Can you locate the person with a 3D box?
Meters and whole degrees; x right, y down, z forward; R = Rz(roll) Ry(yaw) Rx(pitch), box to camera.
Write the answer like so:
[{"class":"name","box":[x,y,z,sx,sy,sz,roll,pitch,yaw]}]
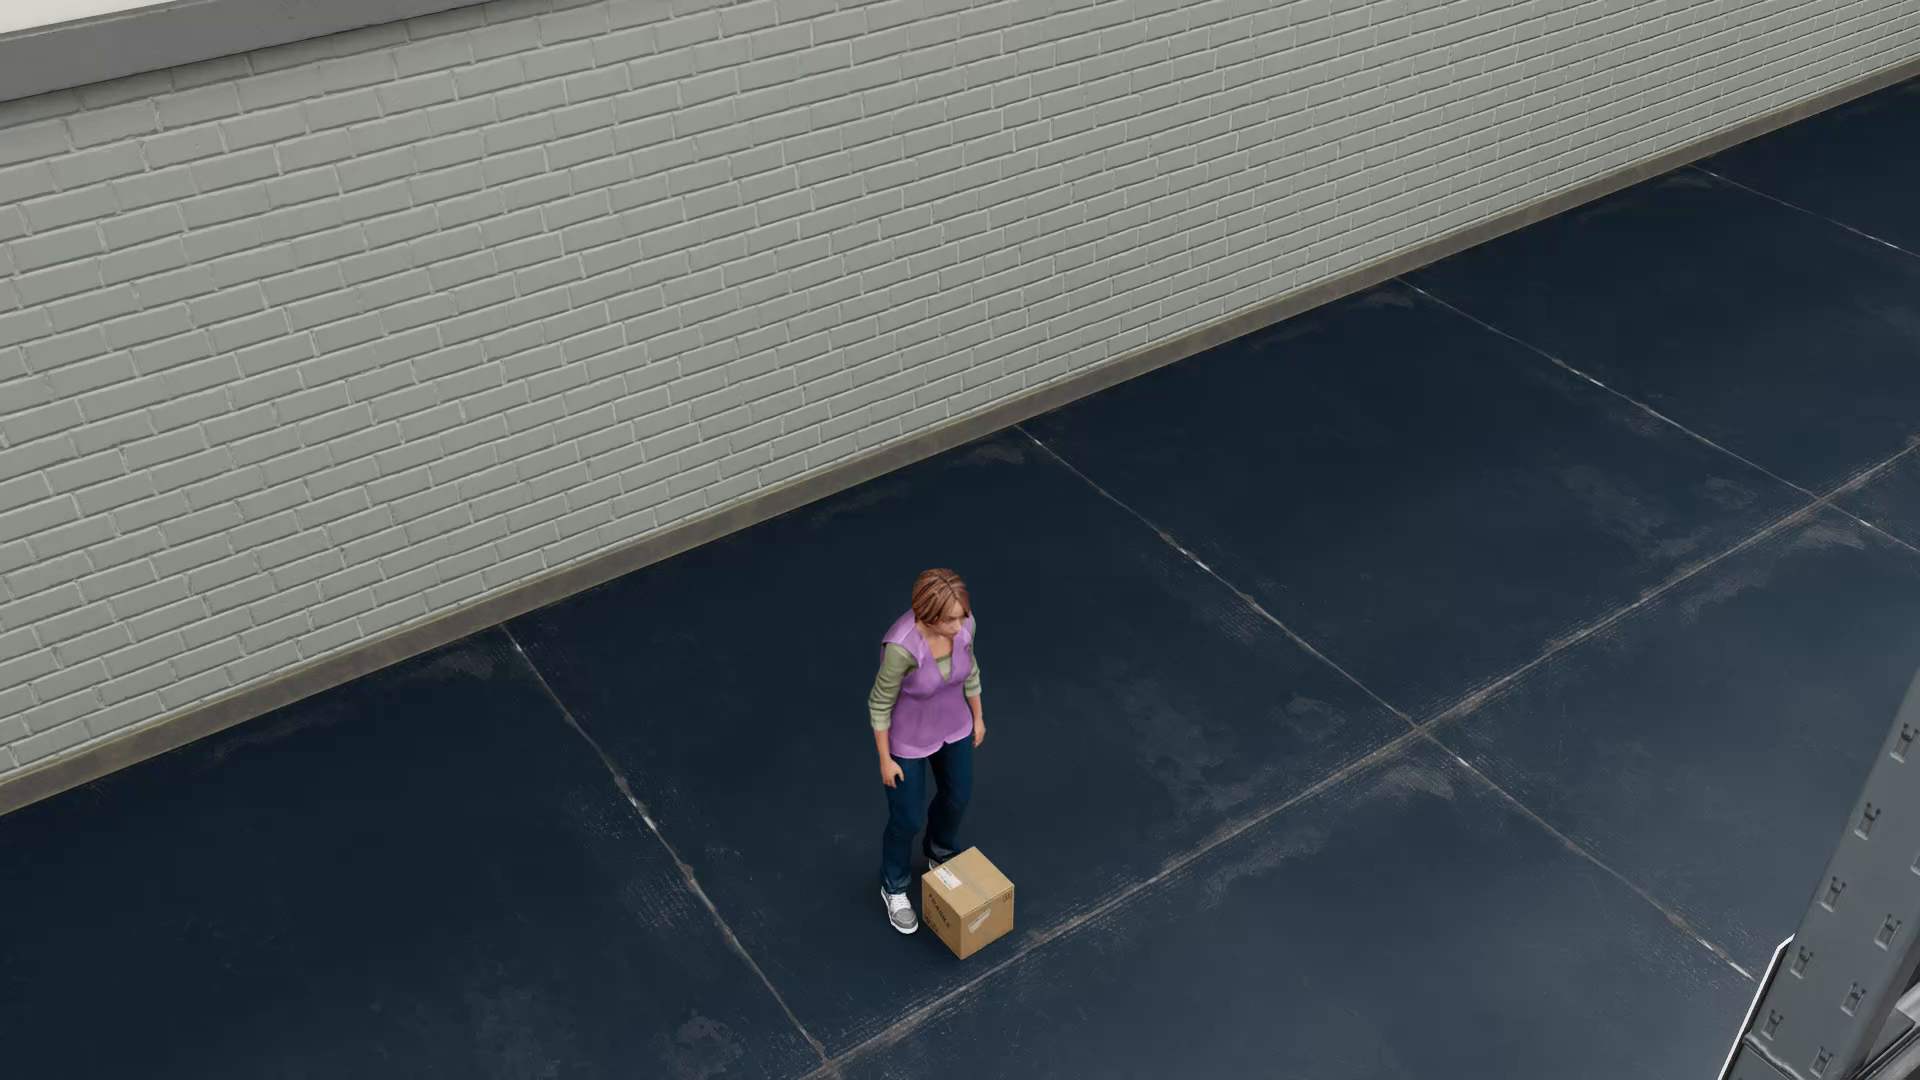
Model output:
[{"class":"person","box":[-3.269,2.475,2.372,10.252,3.194,3.125,-23,43,-28]}]
